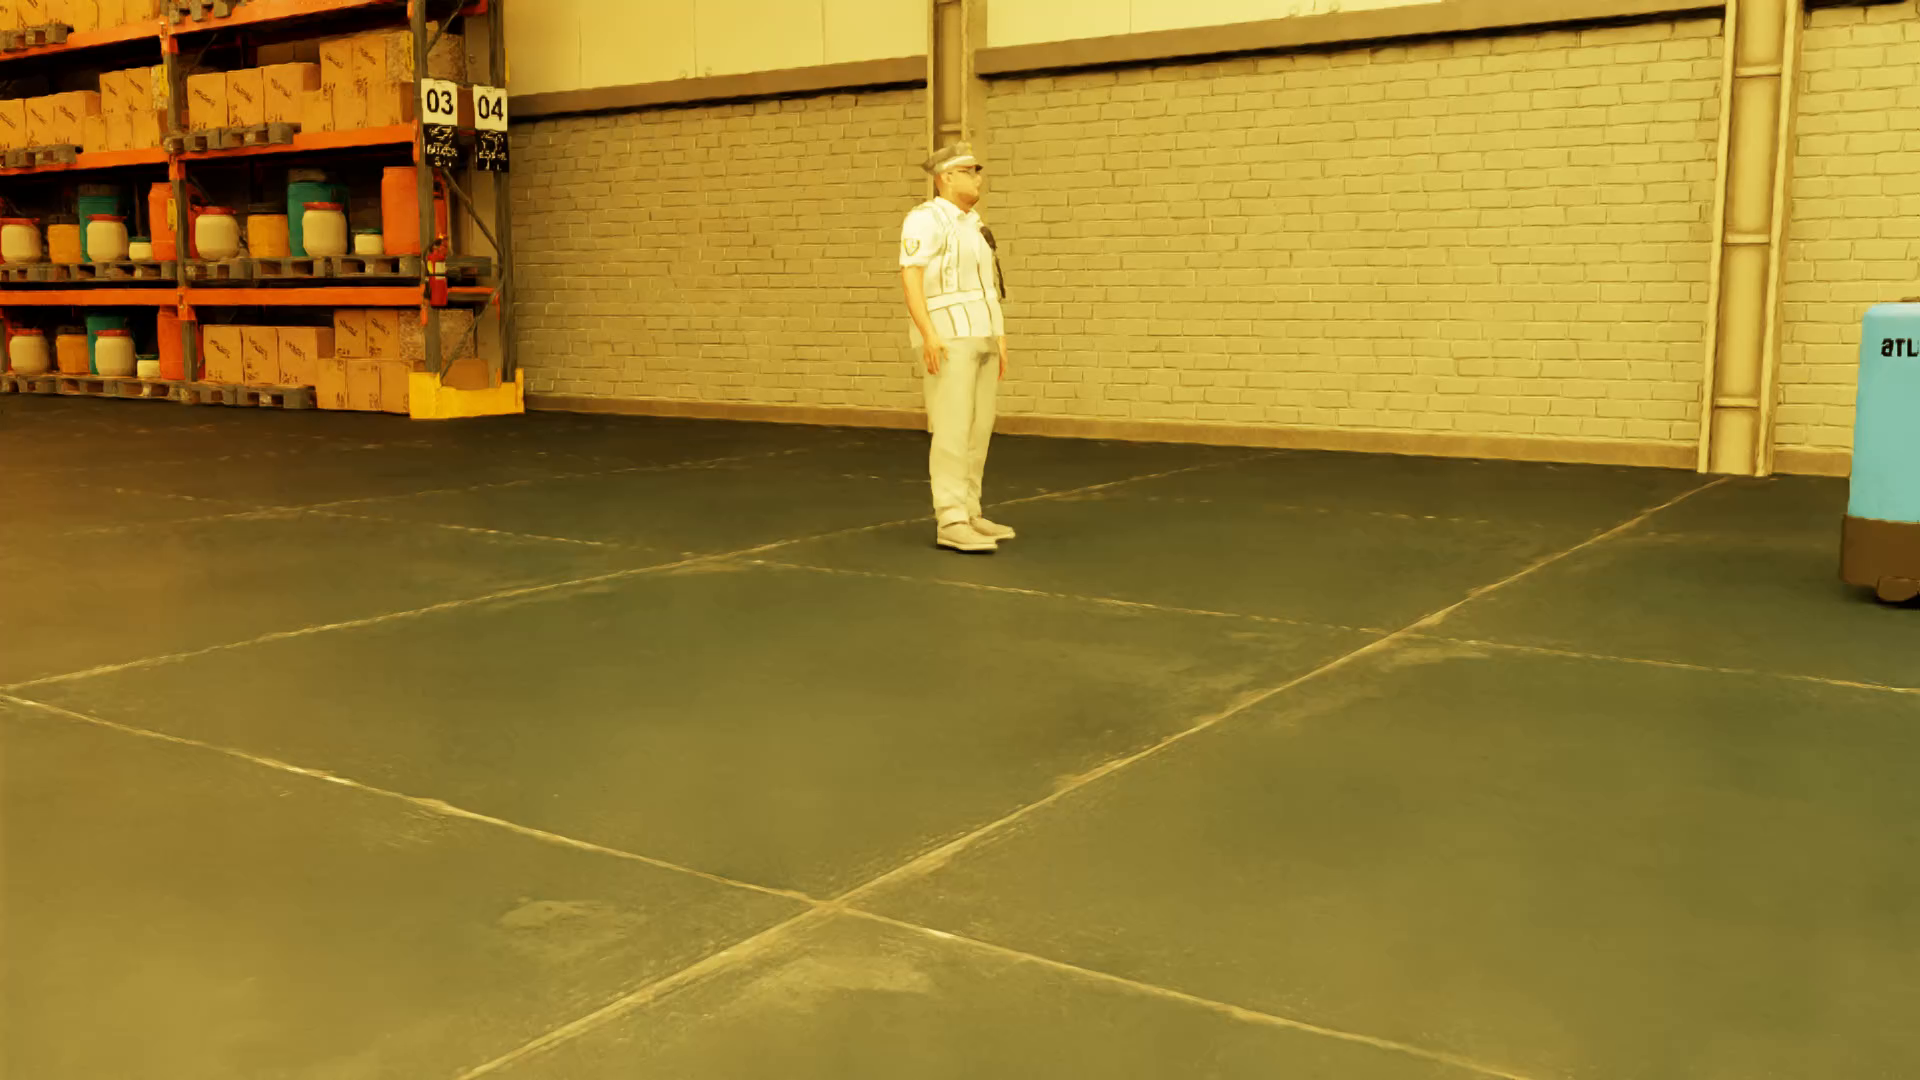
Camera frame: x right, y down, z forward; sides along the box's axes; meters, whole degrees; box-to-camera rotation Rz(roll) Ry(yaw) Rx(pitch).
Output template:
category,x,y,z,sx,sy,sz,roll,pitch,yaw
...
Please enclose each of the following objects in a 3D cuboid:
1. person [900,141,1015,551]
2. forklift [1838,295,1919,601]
category,x,y,z,sx,sy,sz,roll,pitch,yaw
person,0.058,-0.881,7.424,0.574,1.778,0.640,5,10,34
forklift,4.477,-1.105,4.962,1.130,2.935,3.031,-6,10,-36
